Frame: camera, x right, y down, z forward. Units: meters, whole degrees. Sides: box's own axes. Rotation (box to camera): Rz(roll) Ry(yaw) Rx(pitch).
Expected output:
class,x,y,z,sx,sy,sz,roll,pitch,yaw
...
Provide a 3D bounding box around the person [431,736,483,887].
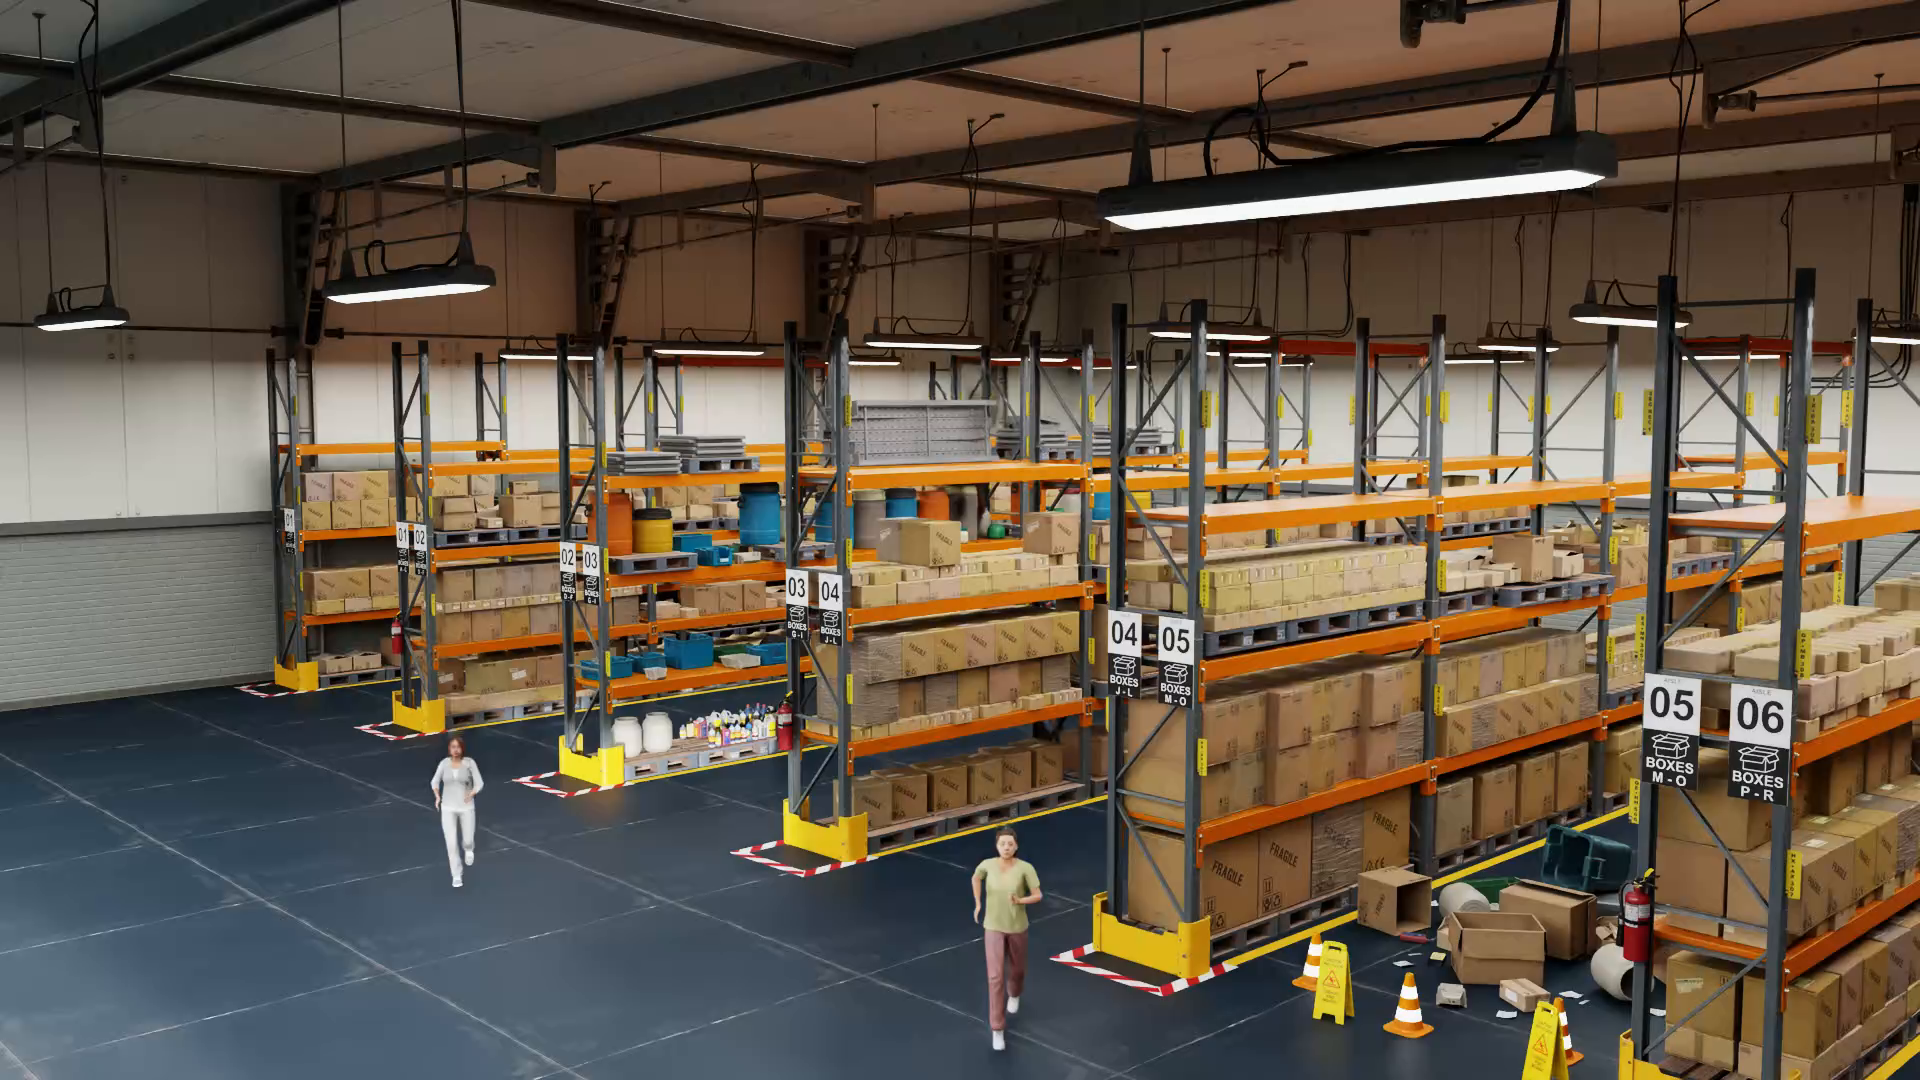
class,x,y,z,sx,sy,sz,roll,pitch,yaw
person,-5.353,2.857,17.705,0.542,1.553,0.680,-1,5,-12

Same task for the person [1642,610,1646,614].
class,x,y,z,sx,sy,sz,roll,pitch,yaw
person,11.065,1.984,26.568,0.867,1.778,0.706,-3,6,-33

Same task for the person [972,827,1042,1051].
class,x,y,z,sx,sy,sz,roll,pitch,yaw
person,0.377,3.144,13.436,0.572,1.659,0.967,0,5,2

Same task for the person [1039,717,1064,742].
class,x,y,z,sx,sy,sz,roll,pitch,yaw
person,1.277,2.230,24.039,0.637,1.706,0.680,4,6,39
